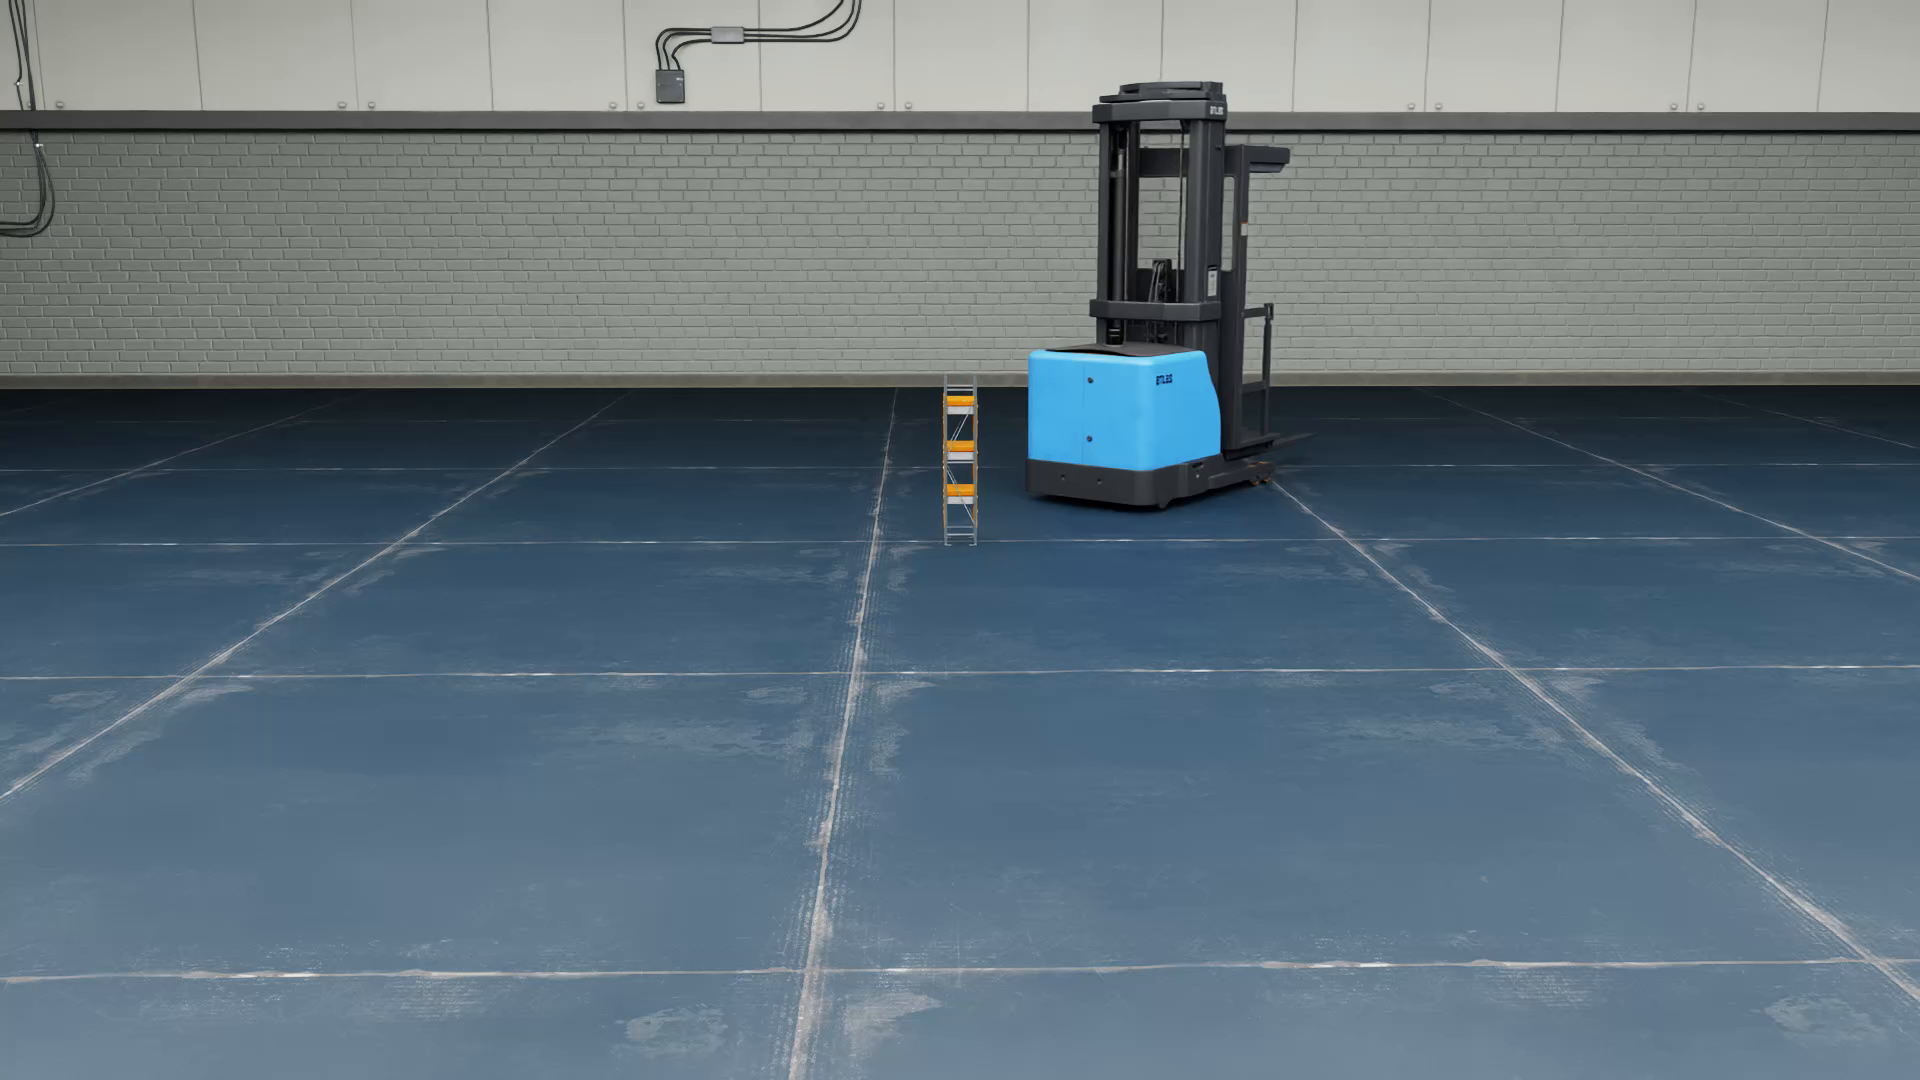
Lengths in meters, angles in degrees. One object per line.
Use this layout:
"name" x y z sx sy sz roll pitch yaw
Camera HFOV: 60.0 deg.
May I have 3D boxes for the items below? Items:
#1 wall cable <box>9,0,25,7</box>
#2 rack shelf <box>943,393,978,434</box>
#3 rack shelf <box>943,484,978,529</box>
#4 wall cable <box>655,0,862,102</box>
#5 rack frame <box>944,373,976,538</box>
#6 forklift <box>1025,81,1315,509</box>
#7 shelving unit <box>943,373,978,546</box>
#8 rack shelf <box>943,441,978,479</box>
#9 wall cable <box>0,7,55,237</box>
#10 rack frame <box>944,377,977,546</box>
"wall cable" -9.019 -7.099 18.025 3.097 2.526 0.112 0 11 -1
"rack shelf" 0.001 -0.772 10.348 0.215 0.259 0.240 0 11 -1
"rack shelf" 0.001 -0.221 10.460 0.215 0.259 0.240 0 11 -1
"wall cable" -2.232 -7.837 18.003 2.305 6.003 0.169 0 11 -1
"rack frame" -0.001 -0.528 10.522 0.200 1.050 0.008 0 11 -1
"forklift" 1.760 -1.894 12.523 1.130 2.935 3.031 9 14 36
"shelving unit" 0.001 -0.504 10.402 0.215 1.050 0.252 0 11 -1
"rack shelf" 0.001 -0.494 10.404 0.215 0.259 0.240 0 11 -1
"wall cable" -11.724 -4.613 18.473 3.097 2.526 0.112 0 11 -1
"rack frame" 0.004 -0.480 10.283 0.200 1.050 0.008 0 11 -1
